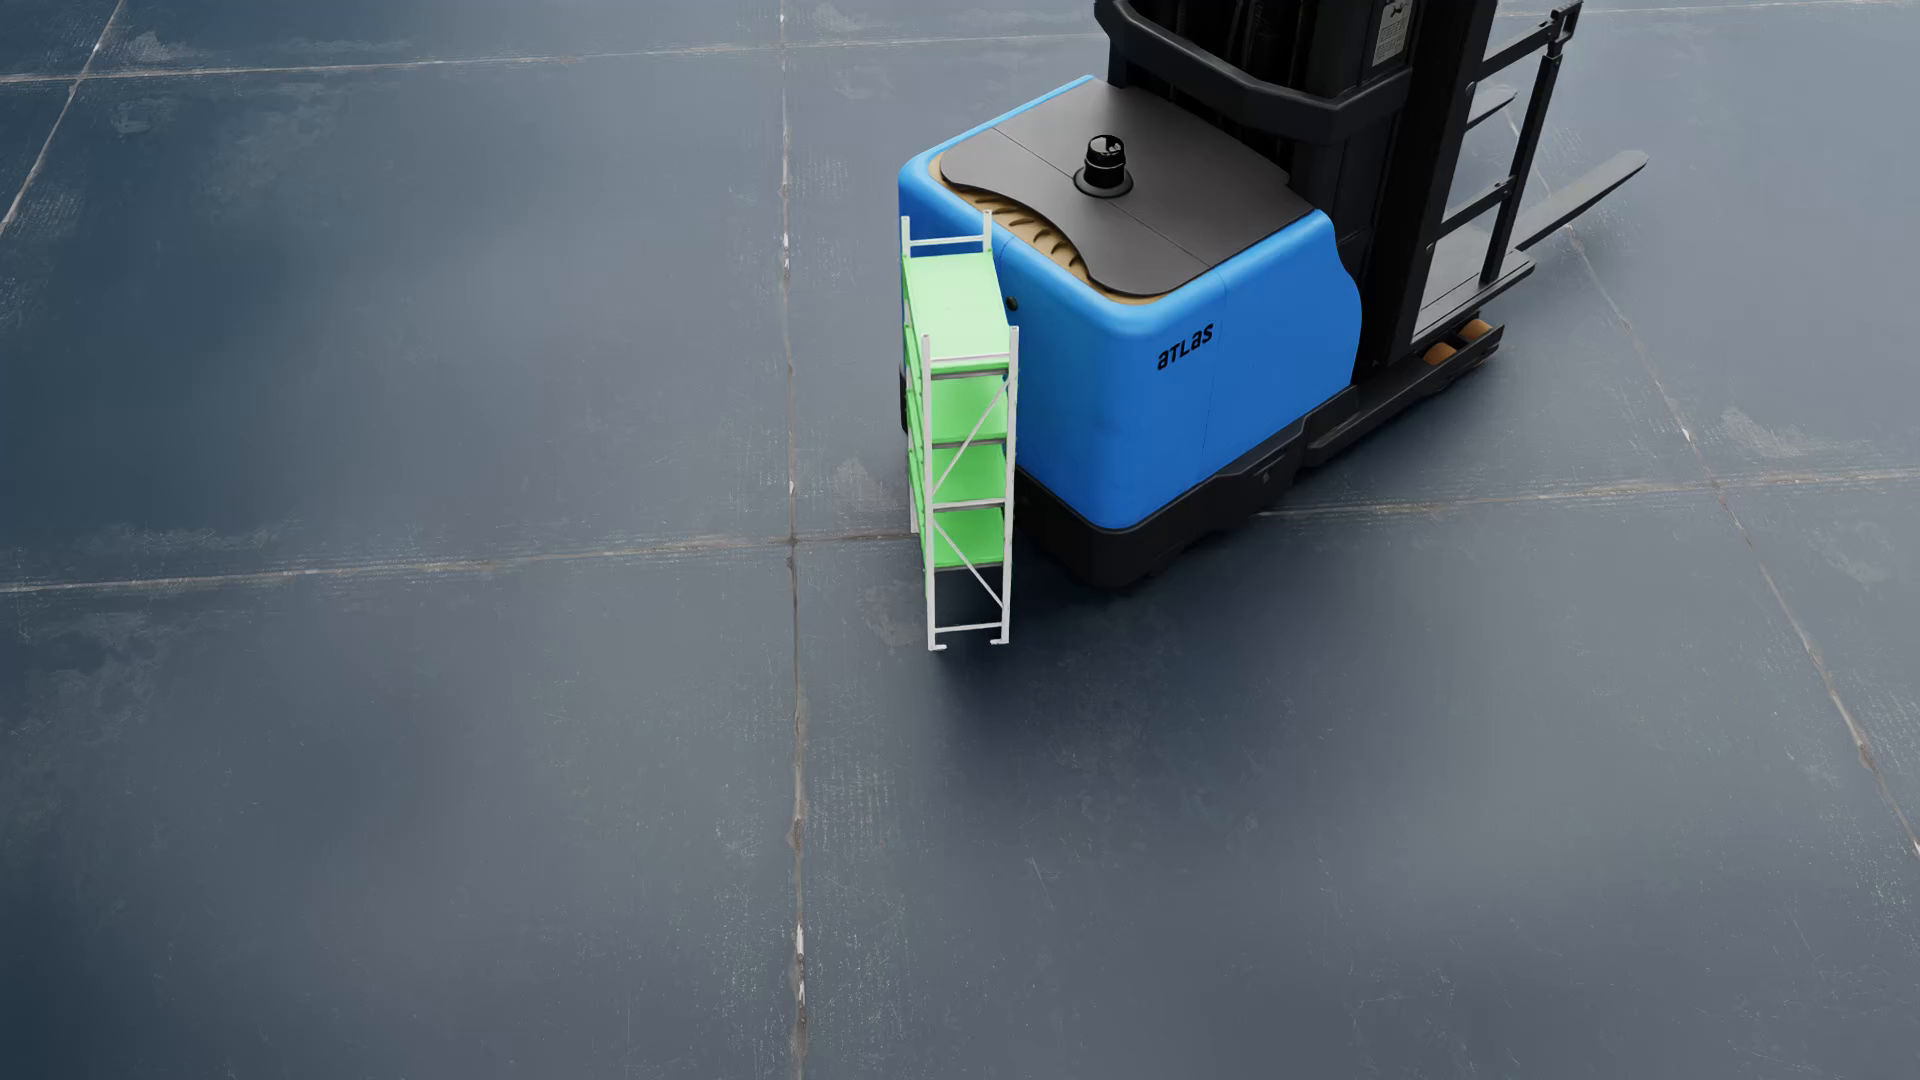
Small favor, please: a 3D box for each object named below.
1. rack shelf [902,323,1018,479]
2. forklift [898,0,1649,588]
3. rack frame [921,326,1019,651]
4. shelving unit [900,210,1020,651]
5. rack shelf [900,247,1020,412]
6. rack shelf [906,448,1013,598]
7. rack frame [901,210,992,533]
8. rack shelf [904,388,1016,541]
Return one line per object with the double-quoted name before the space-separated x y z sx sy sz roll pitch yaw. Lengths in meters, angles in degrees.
"rack shelf" -0.006 -0.396 4.556 0.258 0.148 0.480 -5 47 -5
"forklift" 1.254 -1.784 4.921 3.031 2.935 1.130 -32 54 -26
"rack frame" 0.025 -0.099 4.517 0.240 1.200 0.015 -5 47 -5
"shelving unit" -0.006 -0.274 4.684 0.258 1.200 0.503 -5 47 -5
"rack shelf" -0.006 -0.561 4.381 0.258 0.148 0.480 -5 47 -5
"rack shelf" -0.006 -0.065 4.904 0.258 0.148 0.480 -5 47 -5
"rack frame" -0.036 -0.450 4.850 0.240 1.200 0.015 -5 47 -5
"rack shelf" -0.006 -0.230 4.730 0.258 0.148 0.480 -5 47 -5
